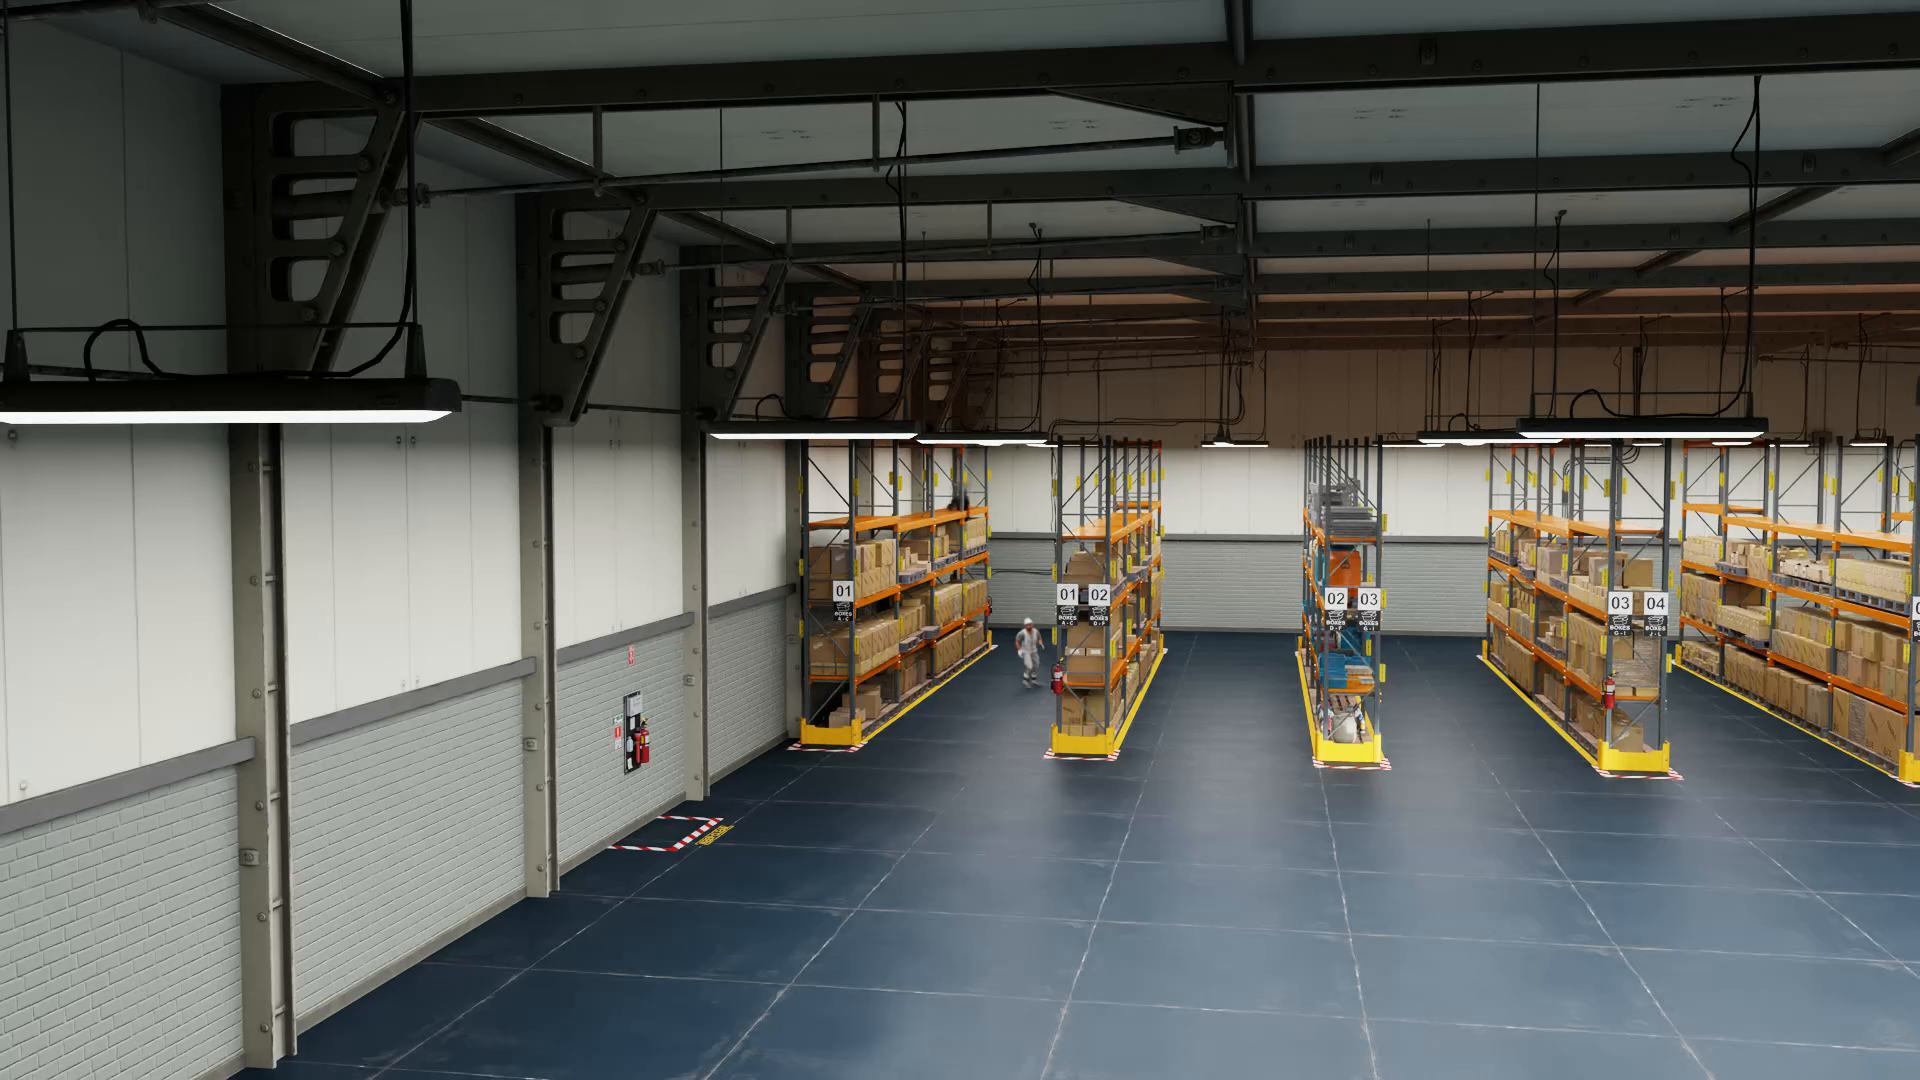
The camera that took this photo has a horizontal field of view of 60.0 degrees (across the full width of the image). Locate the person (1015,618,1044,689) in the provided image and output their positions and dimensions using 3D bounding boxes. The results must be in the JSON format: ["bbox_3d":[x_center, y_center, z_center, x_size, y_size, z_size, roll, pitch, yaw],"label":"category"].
[{"bbox_3d":[1.708,2.724,39.990,0.701,1.711,0.744,-2,3,-28],"label":"person"}]

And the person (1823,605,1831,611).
[{"bbox_3d":[23.540,2.452,45.121,0.603,1.631,0.569,1,3,12],"label":"person"}]

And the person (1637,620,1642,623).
[{"bbox_3d":[17.588,2.570,42.902,0.717,1.730,1.041,0,3,-4],"label":"person"}]
